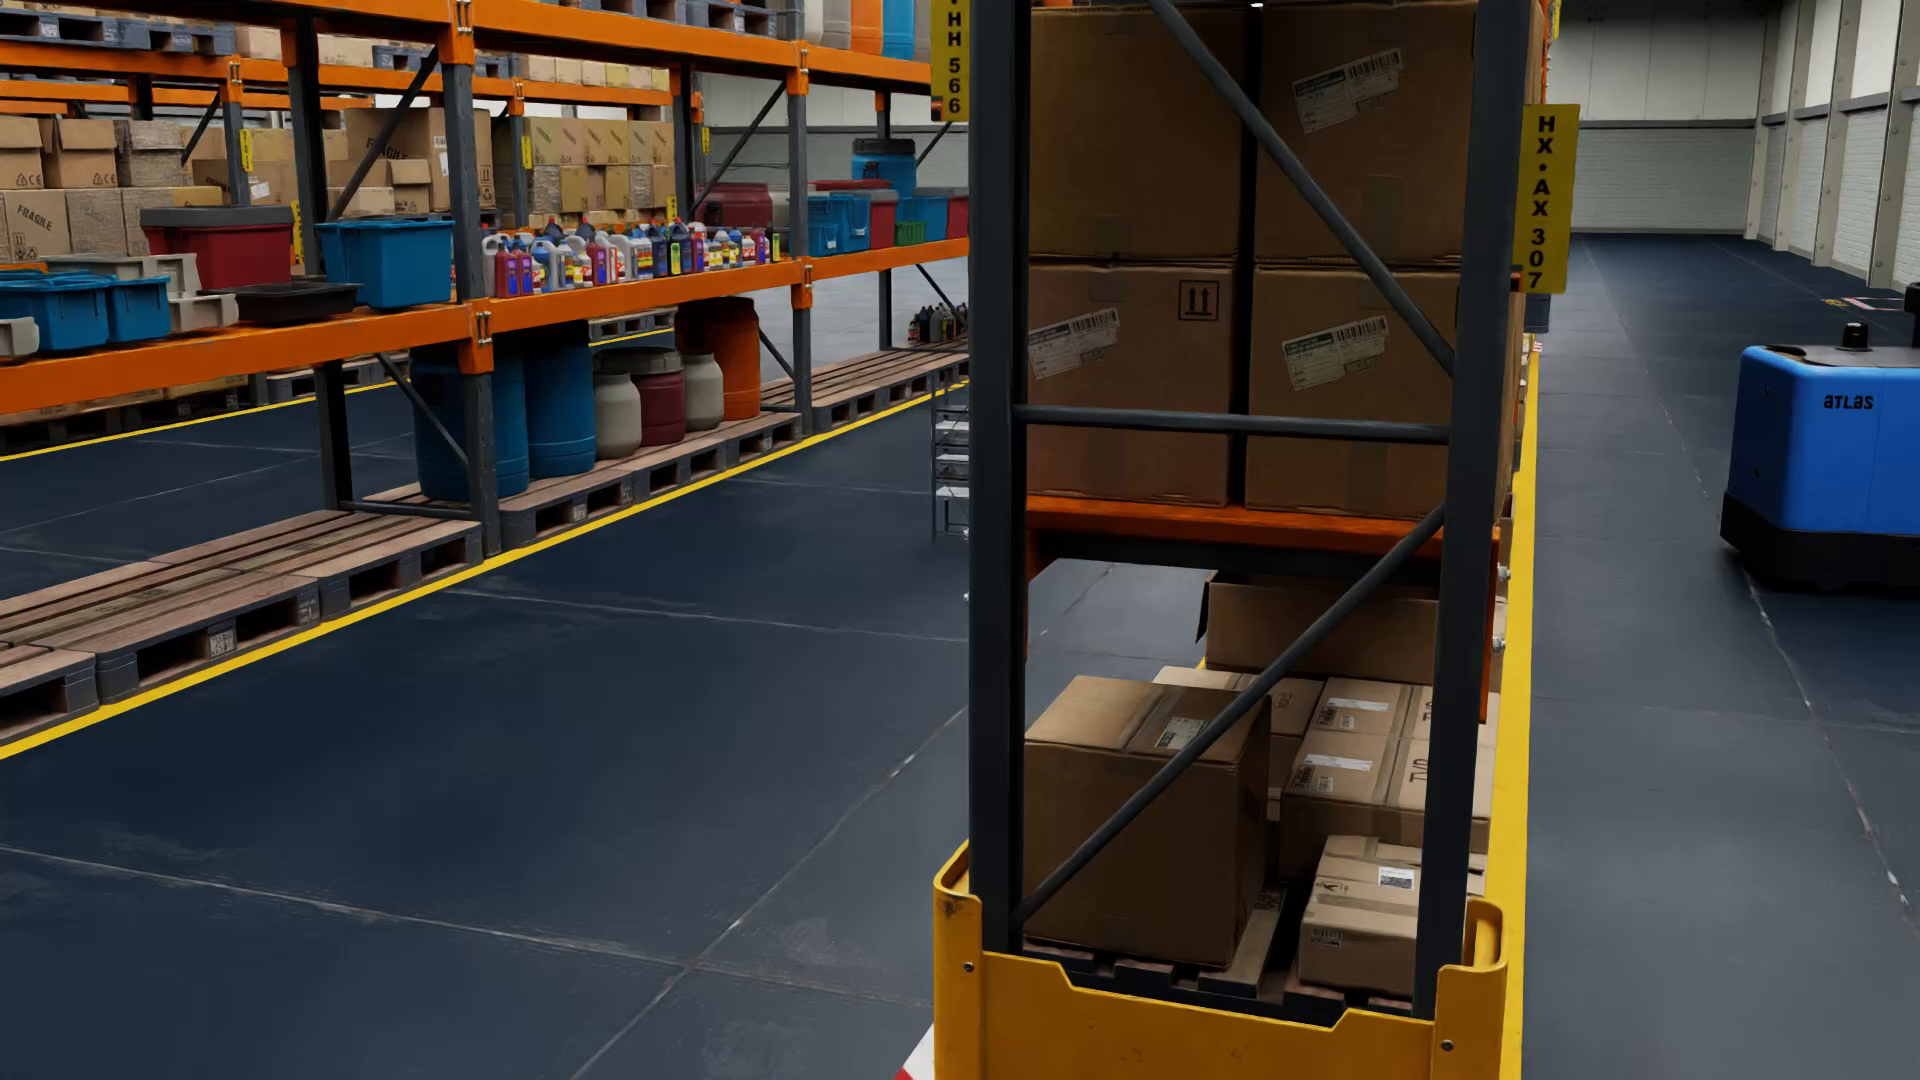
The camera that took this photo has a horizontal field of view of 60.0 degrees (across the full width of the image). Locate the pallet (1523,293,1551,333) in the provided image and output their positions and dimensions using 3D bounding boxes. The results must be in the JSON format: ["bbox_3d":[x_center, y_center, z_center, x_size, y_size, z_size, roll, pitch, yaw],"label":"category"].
[{"bbox_3d":[2.165,-1.124,7.603,1.003,0.211,1.213,4,14,18],"label":"pallet"}]

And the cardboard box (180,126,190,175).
[{"bbox_3d":[-9.489,-4.509,19.237,0.875,0.550,0.550,4,14,18],"label":"cardboard box"}]

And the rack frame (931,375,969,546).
[{"bbox_3d":[-0.036,-0.416,8.787,0.240,0.900,0.006,4,14,18],"label":"rack frame"}]

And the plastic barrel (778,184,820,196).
[{"bbox_3d":[-1.321,-2.632,13.527,0.421,0.512,0.421,0,13,0],"label":"plastic barrel"}]

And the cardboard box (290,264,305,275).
[{"bbox_3d":[-8.786,-3.512,21.465,0.875,0.875,0.875,4,13,18],"label":"cardboard box"}]

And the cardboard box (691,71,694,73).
[{"bbox_3d":[-3.480,-5.800,20.361,0.380,0.149,0.250,4,14,18],"label":"cardboard box"}]

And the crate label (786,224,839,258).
[{"bbox_3d":[-1.097,-2.237,12.423,0.303,0.233,0.416,4,14,18],"label":"crate label"}]

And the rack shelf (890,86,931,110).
[{"bbox_3d":[0.354,-4.632,17.416,1.077,0.370,4.000,4,14,18],"label":"rack shelf"}]

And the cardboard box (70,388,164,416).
[{"bbox_3d":[-6.813,-1.451,12.437,1.225,0.875,0.875,4,14,19],"label":"cardboard box"}]

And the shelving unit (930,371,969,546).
[{"bbox_3d":[-0.003,-0.437,8.880,0.258,0.900,0.210,4,14,18],"label":"shelving unit"}]

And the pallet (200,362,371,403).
[{"bbox_3d":[-6.020,-1.418,14.728,1.003,0.211,1.213,4,14,18],"label":"pallet"}]

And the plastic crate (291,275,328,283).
[{"bbox_3d":[-3.168,-1.228,8.083,0.396,0.136,0.243,4,14,18],"label":"plastic crate"}]

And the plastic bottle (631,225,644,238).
[{"bbox_3d":[-2.189,-2.002,11.307,0.097,0.271,0.097,0,13,0],"label":"plastic bottle"}]

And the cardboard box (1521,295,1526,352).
[{"bbox_3d":[1.719,-0.874,5.849,0.500,0.500,0.500,5,14,20],"label":"cardboard box"}]

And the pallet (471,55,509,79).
[{"bbox_3d":[-5.281,-4.704,16.538,1.213,0.211,1.003,4,14,18],"label":"pallet"}]

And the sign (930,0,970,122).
[{"bbox_3d":[-0.009,-0.978,3.218,0.100,0.325,0.005,4,14,18],"label":"sign"}]

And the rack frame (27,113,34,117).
[{"bbox_3d":[-13.063,-5.011,24.203,1.000,3.000,0.127,4,14,18],"label":"rack frame"}]

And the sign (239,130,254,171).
[{"bbox_3d":[-5.748,-3.139,13.396,0.100,0.325,0.005,4,14,18],"label":"sign"}]

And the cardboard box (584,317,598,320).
[{"bbox_3d":[-4.508,-2.780,19.103,0.500,0.500,0.500,3,13,13],"label":"cardboard box"}]

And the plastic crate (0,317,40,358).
[{"bbox_3d":[-3.383,-0.706,5.797,0.250,0.136,0.298,4,14,18],"label":"plastic crate"}]

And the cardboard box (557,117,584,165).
[{"bbox_3d":[-4.434,-4.319,18.028,0.500,0.500,0.500,4,14,18],"label":"cardboard box"}]

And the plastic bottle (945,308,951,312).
[{"bbox_3d":[-0.135,-2.284,17.387,0.152,0.276,0.135,5,14,19],"label":"plastic bottle"}]

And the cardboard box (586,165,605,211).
[{"bbox_3d":[-4.514,-3.955,18.681,0.875,0.500,0.500,4,14,18],"label":"cardboard box"}]

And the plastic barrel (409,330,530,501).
[{"bbox_3d":[-2.690,-0.710,9.128,0.600,0.901,0.708,4,14,18],"label":"plastic barrel"}]

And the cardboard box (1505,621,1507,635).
[{"bbox_3d":[1.823,0.342,6.167,0.380,0.149,0.250,4,14,18],"label":"cardboard box"}]

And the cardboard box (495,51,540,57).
[{"bbox_3d":[-4.583,-5.085,17.228,0.380,0.149,0.250,4,13,17],"label":"cardboard box"}]

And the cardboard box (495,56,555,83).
[{"bbox_3d":[-4.592,-4.921,17.404,0.500,0.250,0.500,4,13,16],"label":"cardboard box"}]

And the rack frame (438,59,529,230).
[{"bbox_3d":[-4.980,-3.456,17.387,1.000,3.000,0.127,4,14,18],"label":"rack frame"}]

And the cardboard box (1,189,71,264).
[{"bbox_3d":[-6.697,-2.219,11.745,0.500,0.500,0.500,5,14,19],"label":"cardboard box"}]

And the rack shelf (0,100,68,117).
[{"bbox_3d":[-13.710,-5.702,22.104,1.077,0.370,4.000,4,14,18],"label":"rack shelf"}]

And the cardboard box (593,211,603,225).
[{"bbox_3d":[-4.245,-3.622,18.679,0.380,0.149,0.250,4,14,18],"label":"cardboard box"}]

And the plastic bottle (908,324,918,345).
[{"bbox_3d":[-0.471,-2.048,16.520,0.097,0.201,0.097,0,13,0],"label":"plastic bottle"}]

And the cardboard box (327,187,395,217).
[{"bbox_3d":[-5.514,-3.081,15.140,0.500,0.250,0.500,4,13,17],"label":"cardboard box"}]

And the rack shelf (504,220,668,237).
[{"bbox_3d":[-4.333,-3.526,19.312,1.077,0.370,4.000,4,14,18],"label":"rack shelf"}]

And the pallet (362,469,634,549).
[{"bbox_3d":[-2.593,-0.215,9.453,1.003,0.211,1.213,4,14,18],"label":"pallet"}]

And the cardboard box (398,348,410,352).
[{"bbox_3d":[-5.552,-2.107,16.106,0.700,0.500,0.500,3,13,14],"label":"cardboard box"}]

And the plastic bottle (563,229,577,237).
[{"bbox_3d":[-2.482,-1.836,10.572,0.152,0.276,0.135,4,14,18],"label":"plastic bottle"}]

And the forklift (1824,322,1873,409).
[{"bbox_3d":[6.146,-1.439,8.706,4.148,2.935,3.210,2,13,9],"label":"forklift"}]

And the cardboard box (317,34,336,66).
[{"bbox_3d":[-5.715,-4.191,14.206,0.500,0.250,0.500,5,14,20],"label":"cardboard box"}]

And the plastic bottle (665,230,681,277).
[{"bbox_3d":[-1.788,-1.776,10.292,0.061,0.283,0.133,4,14,18],"label":"plastic bottle"}]

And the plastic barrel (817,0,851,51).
[{"bbox_3d":[-1.117,-4.121,12.434,0.600,0.901,0.600,0,13,0],"label":"plastic barrel"}]

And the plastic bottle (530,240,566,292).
[{"bbox_3d":[-2.253,-1.501,9.103,0.152,0.276,0.135,4,14,18],"label":"plastic bottle"}]

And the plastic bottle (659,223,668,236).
[{"bbox_3d":[-2.097,-2.104,11.753,0.097,0.271,0.097,0,13,0],"label":"plastic bottle"}]

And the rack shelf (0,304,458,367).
[{"bbox_3d":[-3.529,-0.738,6.658,0.919,0.124,3.809,4,14,18],"label":"rack shelf"}]

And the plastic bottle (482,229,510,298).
[{"bbox_3d":[-2.448,-1.450,8.710,0.144,0.351,0.185,4,14,18],"label":"plastic bottle"}]

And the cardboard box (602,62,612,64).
[{"bbox_3d":[-4.146,-5.419,18.691,0.380,0.149,0.250,5,14,20],"label":"cardboard box"}]

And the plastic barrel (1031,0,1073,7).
[{"bbox_3d":[0.964,-5.706,18.598,0.600,0.830,0.708,4,14,18],"label":"plastic barrel"}]

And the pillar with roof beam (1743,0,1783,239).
[{"bbox_3d":[16.600,-12.569,43.836,9.100,9.000,0.400,4,14,18],"label":"pillar with roof beam"}]

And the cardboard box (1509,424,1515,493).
[{"bbox_3d":[2.686,-0.461,8.898,0.500,0.500,0.500,4,13,16],"label":"cardboard box"}]

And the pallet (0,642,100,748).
[{"bbox_3d":[-3.873,0.616,5.813,1.003,0.211,1.213,4,14,18],"label":"pallet"}]

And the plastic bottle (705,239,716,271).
[{"bbox_3d":[-1.633,-1.849,10.796,0.097,0.201,0.097,0,13,0],"label":"plastic bottle"}]

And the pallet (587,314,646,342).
[{"bbox_3d":[-4.403,-2.498,19.457,1.003,0.211,1.213,4,14,18],"label":"pallet"}]

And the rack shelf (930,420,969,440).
[{"bbox_3d":[-0.003,-0.580,8.848,0.258,0.077,0.200,4,14,18],"label":"rack shelf"}]
